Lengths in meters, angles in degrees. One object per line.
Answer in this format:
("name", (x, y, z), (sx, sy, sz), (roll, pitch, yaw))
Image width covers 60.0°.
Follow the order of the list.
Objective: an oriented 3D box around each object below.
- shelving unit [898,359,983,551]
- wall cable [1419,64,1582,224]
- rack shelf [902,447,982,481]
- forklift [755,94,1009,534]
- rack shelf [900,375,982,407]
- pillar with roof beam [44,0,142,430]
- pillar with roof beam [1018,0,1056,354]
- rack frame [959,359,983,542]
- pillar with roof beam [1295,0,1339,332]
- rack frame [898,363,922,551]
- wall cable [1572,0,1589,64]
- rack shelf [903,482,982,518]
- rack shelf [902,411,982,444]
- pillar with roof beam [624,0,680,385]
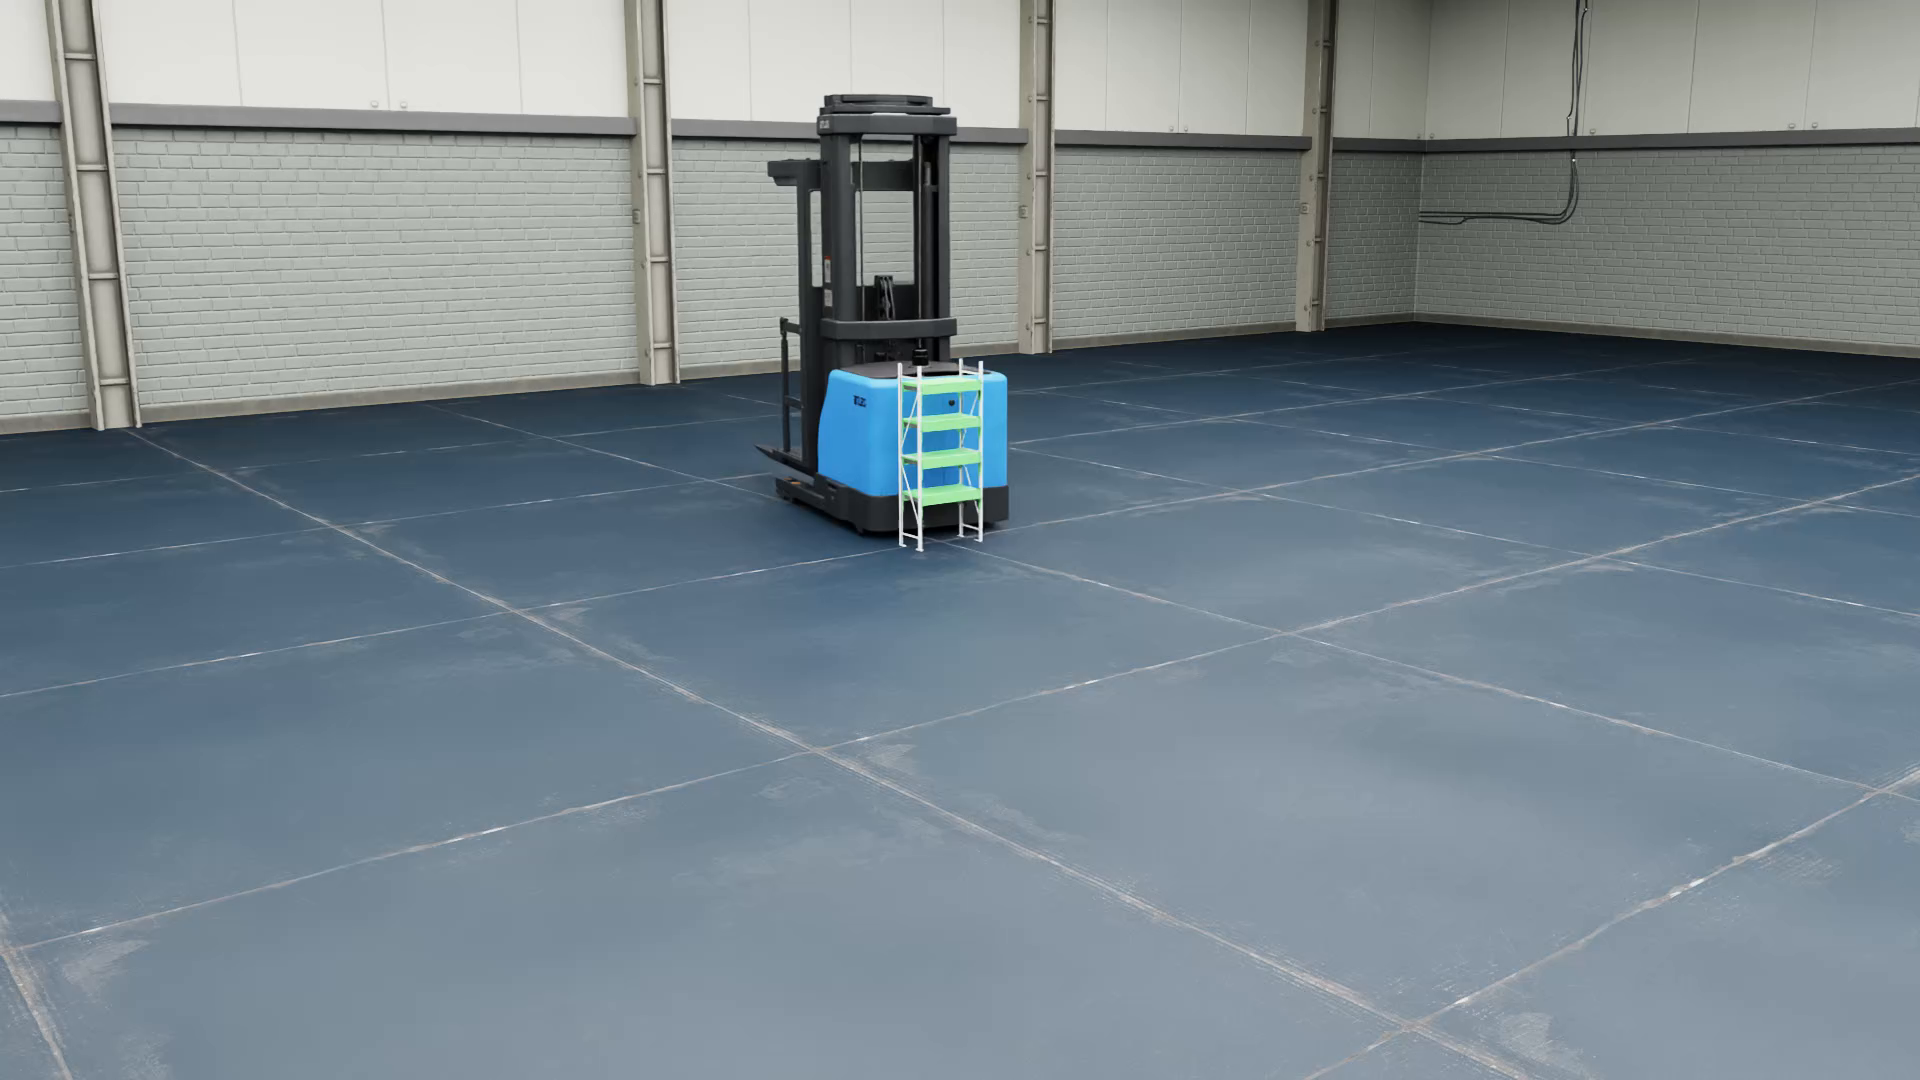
("shelving unit", (-0.125, -0.563, 10.892), (0.503, 1.200, 0.258), (-9, 15, -35))
("wall cable", (8.877, -6.500, 27.551), (0.112, 2.526, 3.097), (-9, 15, -38))
("rack shelf", (-0.125, -0.501, 10.905), (0.480, 0.148, 0.258), (-9, 15, -35))
("forklift", (-0.744, -1.741, 12.271), (1.130, 2.935, 3.031), (-6, 13, -24))
("rack shelf", (-0.125, -0.970, 10.805), (0.480, 0.148, 0.258), (-9, 15, -35))
("pillar with roof beam", (-5.615, -4.817, 12.150), (0.400, 9.000, 9.100), (-9, 15, -38))
("pillar with roof beam", (3.755, -6.374, 19.483), (0.400, 9.000, 9.100), (-9, 15, -38))
("rack frame", (0.073, -0.593, 11.031), (0.015, 1.200, 0.240), (-9, 15, -35))
("pillar with roof beam", (8.440, -7.153, 23.150), (0.400, 9.000, 9.100), (-9, 15, -38))
("rack frame", (-0.323, -0.533, 10.752), (0.015, 1.200, 0.240), (-9, 15, -35))
("wall cable", (10.567, -8.532, 24.960), (0.112, 2.526, 3.097), (-9, 15, -38))
("rack shelf", (-0.125, -0.266, 10.955), (0.480, 0.148, 0.258), (-9, 15, -35))
("rack shelf", (-0.125, -0.735, 10.855), (0.480, 0.148, 0.258), (-9, 15, -35))
("pillar with roof beam", (-0.930, -5.596, 15.817), (0.400, 9.000, 9.100), (-9, 15, -38))
